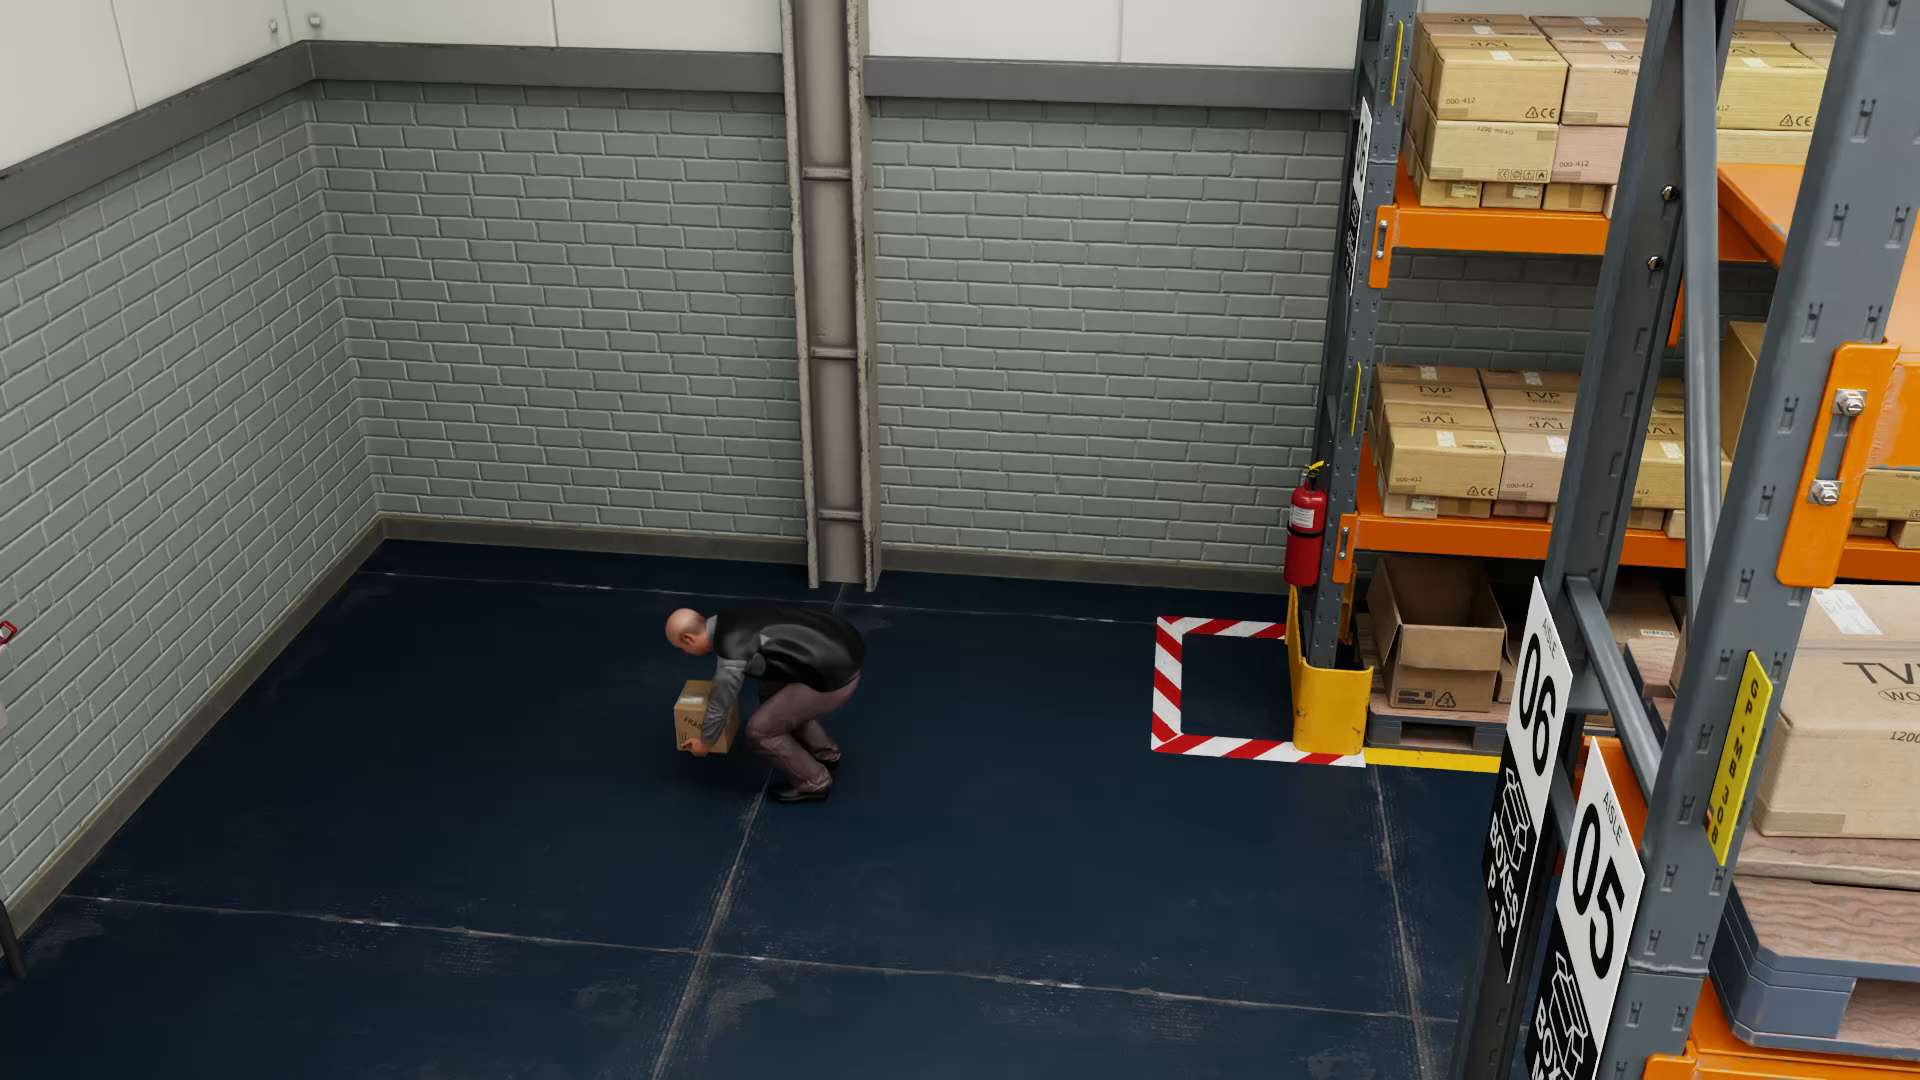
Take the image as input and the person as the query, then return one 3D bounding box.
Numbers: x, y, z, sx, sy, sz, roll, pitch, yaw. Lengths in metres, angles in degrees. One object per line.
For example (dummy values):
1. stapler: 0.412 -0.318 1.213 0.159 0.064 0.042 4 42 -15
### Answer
1. person: -0.924 0.755 8.030 0.942 0.977 0.520 2 28 4
